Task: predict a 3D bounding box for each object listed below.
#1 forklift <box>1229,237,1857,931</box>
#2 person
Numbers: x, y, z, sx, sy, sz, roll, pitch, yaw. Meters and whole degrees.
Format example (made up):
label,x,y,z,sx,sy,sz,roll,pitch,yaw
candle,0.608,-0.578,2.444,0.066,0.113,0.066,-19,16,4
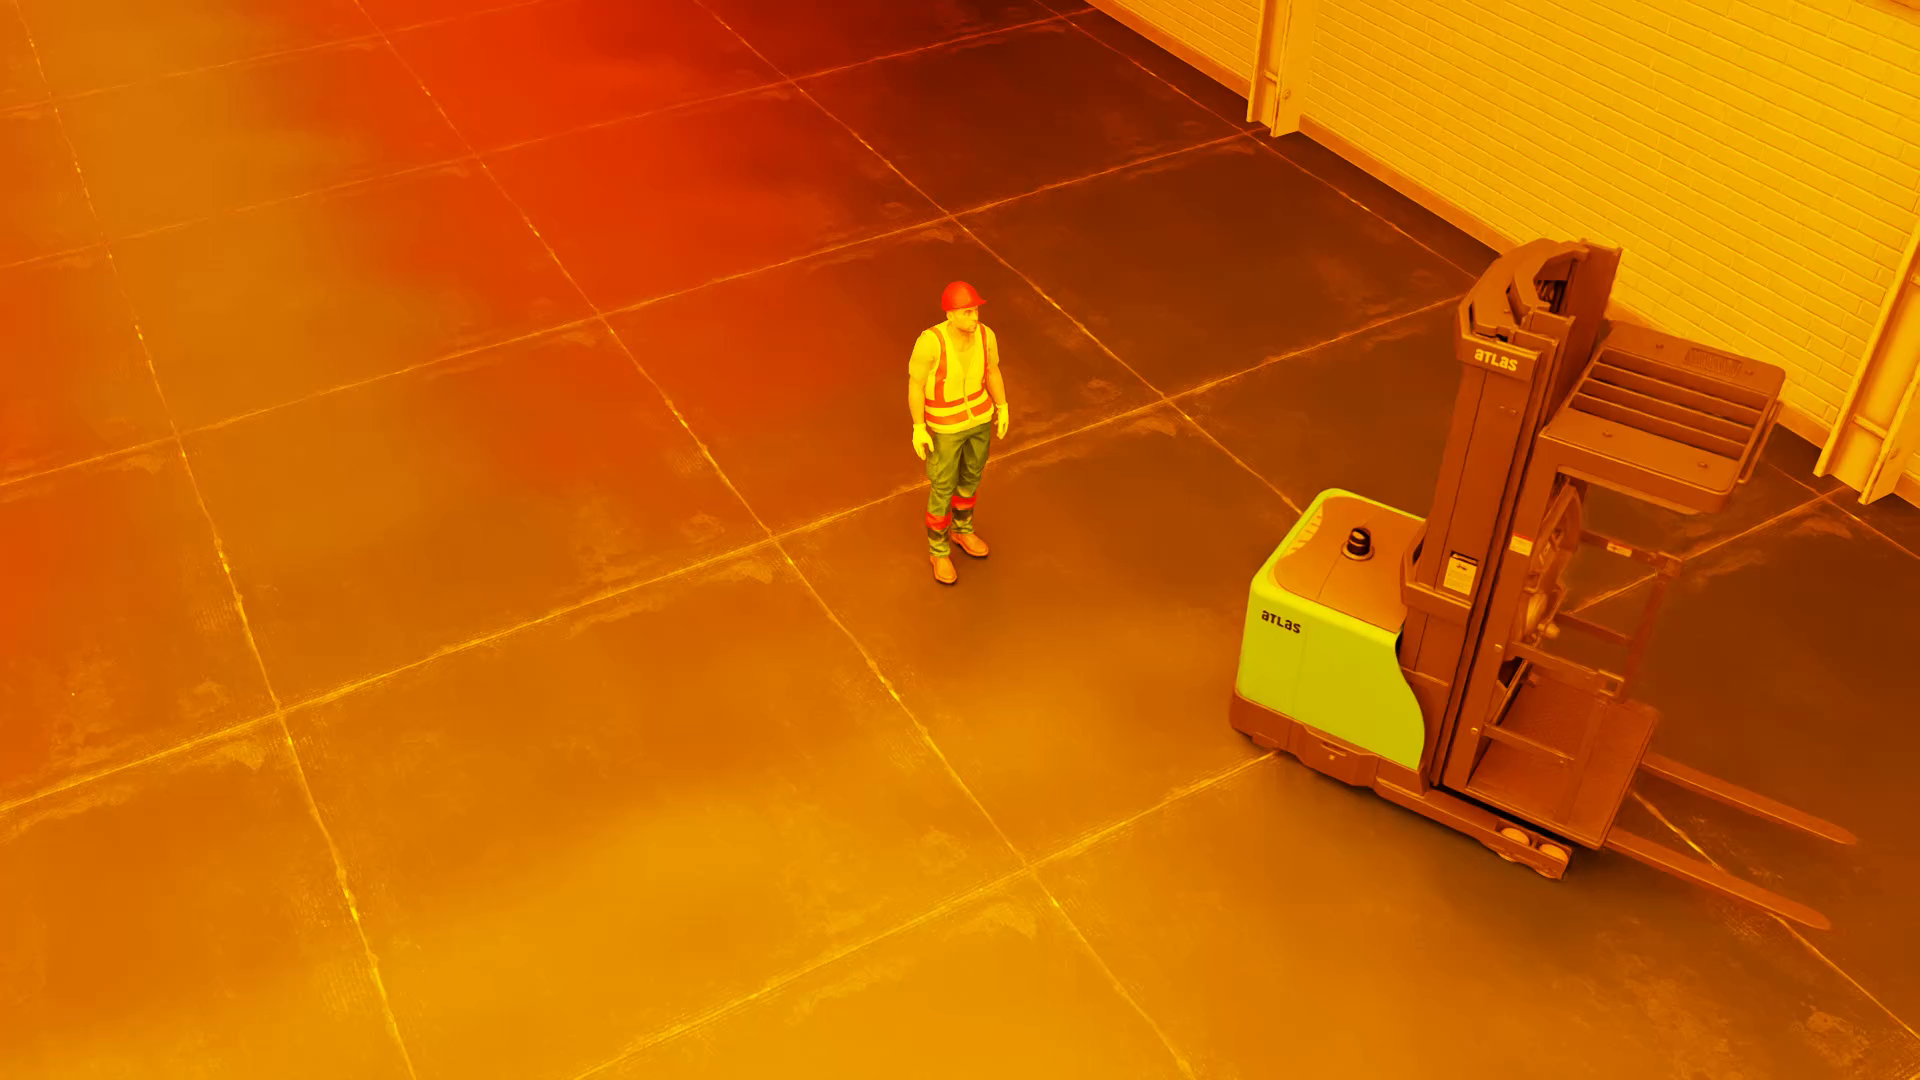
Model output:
label,x,y,z,sx,sy,sz,roll,pitch,yaw
forklift,2.976,0.166,7.836,3.031,2.935,1.130,23,45,25
person,0.030,-0.646,9.699,0.638,1.787,0.564,-20,44,-23
